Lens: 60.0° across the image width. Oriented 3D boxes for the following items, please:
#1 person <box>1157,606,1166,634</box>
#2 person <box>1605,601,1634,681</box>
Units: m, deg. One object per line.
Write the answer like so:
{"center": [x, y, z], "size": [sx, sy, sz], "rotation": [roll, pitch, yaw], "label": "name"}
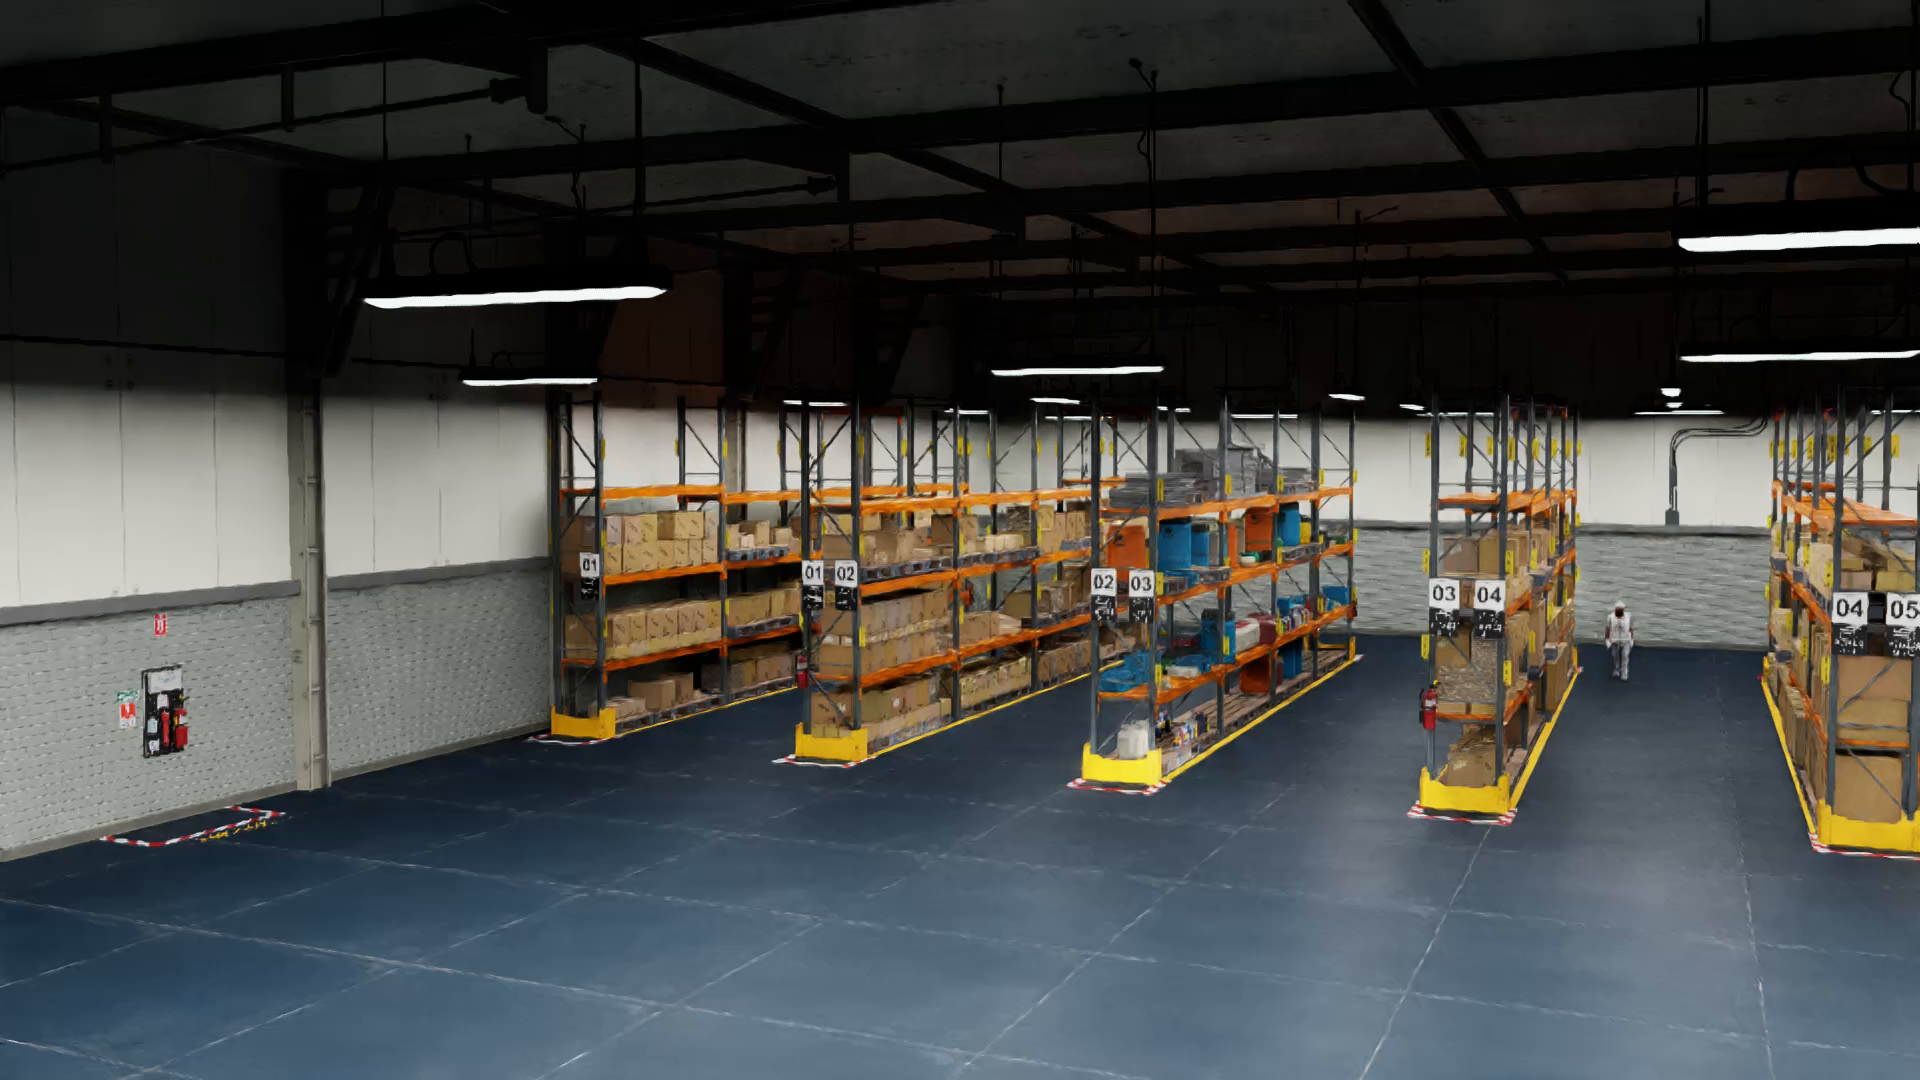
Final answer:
{"center": [5.180, 1.651, 44.561], "size": [0.740, 1.754, 0.569], "rotation": [-2, 4, -28], "label": "person"}
{"center": [14.234, 2.153, 35.910], "size": [0.566, 1.706, 1.122], "rotation": [2, 3, 25], "label": "person"}
